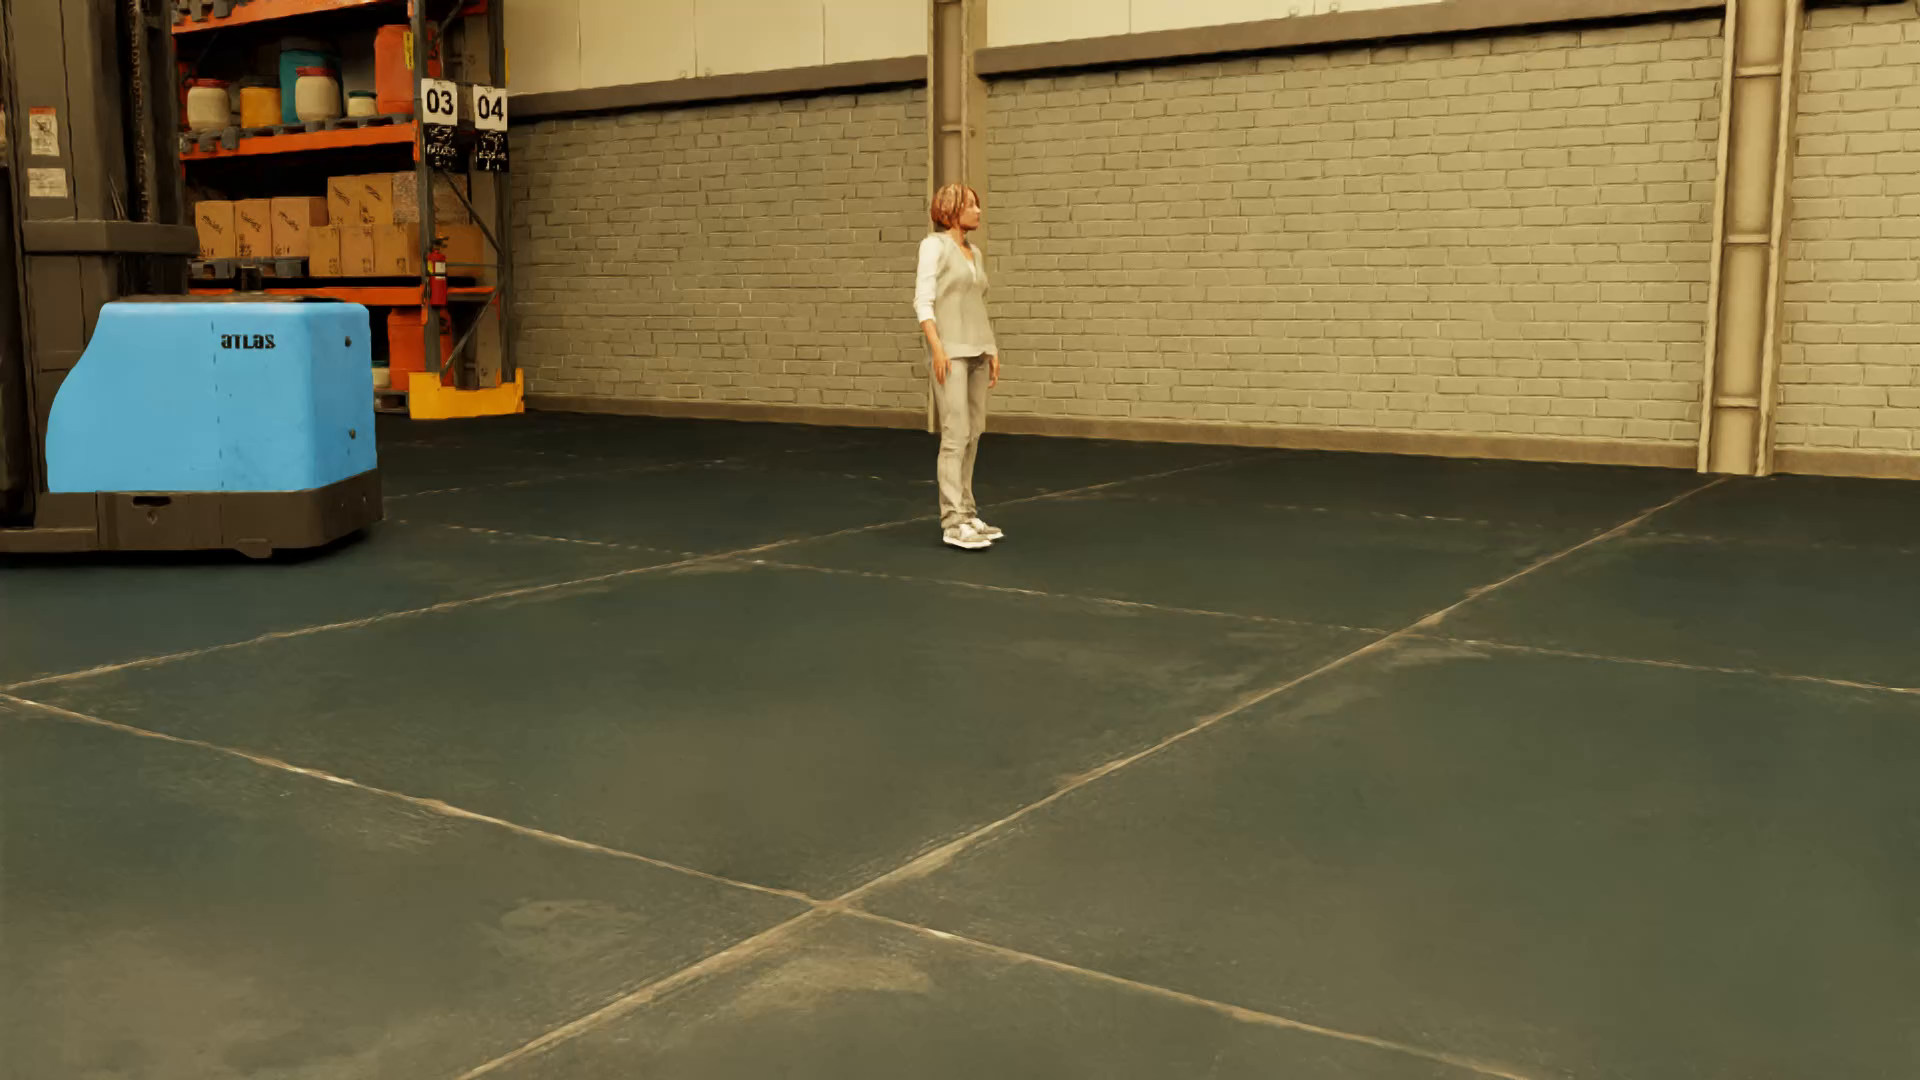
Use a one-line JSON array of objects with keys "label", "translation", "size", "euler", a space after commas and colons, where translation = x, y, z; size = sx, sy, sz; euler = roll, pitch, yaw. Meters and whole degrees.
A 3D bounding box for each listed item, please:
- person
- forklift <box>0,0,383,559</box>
[{"label": "person", "translation": [0.054, -0.780, 7.439], "size": [0.474, 1.576, 0.521], "euler": [5, 10, 34]}, {"label": "forklift", "translation": [-4.191, -1.406, 7.081], "size": [3.031, 2.935, 1.130], "euler": [0, 8, -3]}]
